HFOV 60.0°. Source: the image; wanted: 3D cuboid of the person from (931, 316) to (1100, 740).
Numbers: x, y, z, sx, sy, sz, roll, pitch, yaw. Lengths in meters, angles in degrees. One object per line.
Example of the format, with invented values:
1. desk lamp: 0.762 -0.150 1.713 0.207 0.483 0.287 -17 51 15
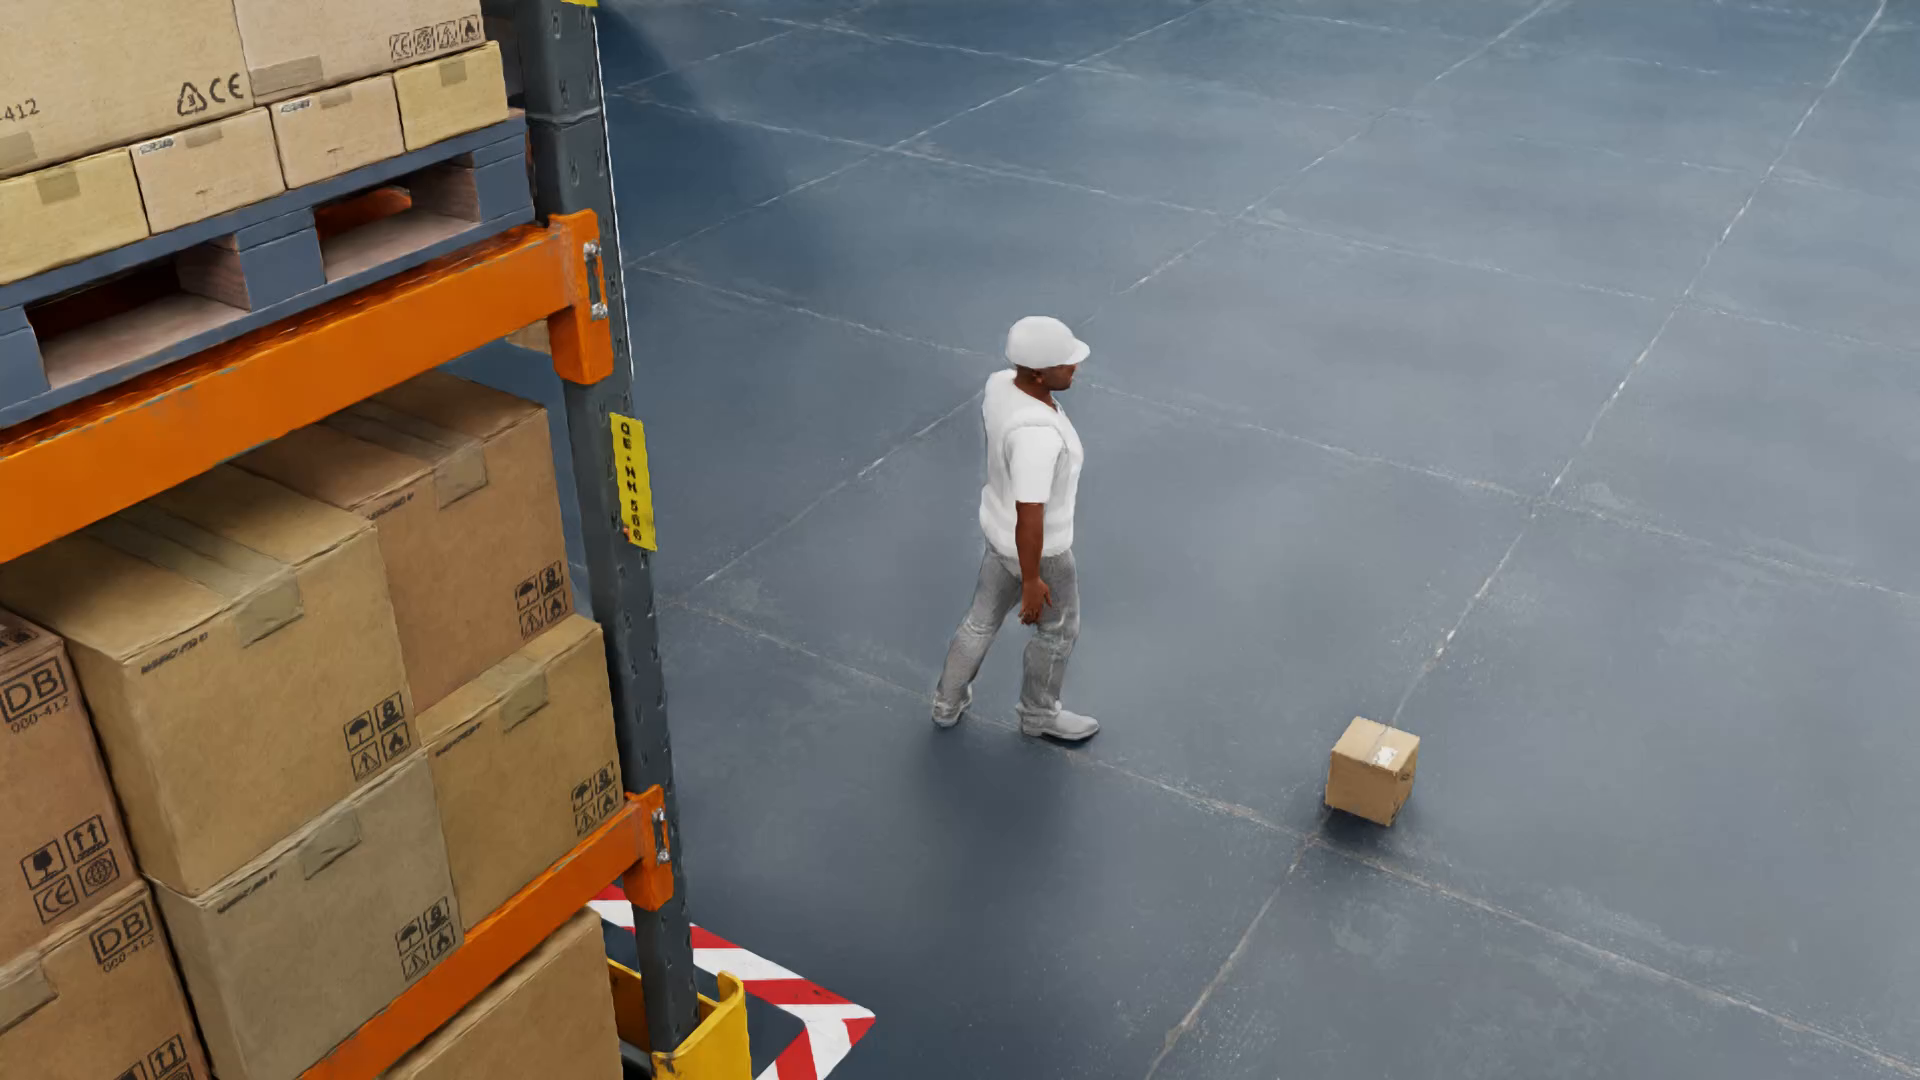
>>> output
1. person: 0.213 -0.015 6.140 0.630 1.754 0.655 -8 31 -14
